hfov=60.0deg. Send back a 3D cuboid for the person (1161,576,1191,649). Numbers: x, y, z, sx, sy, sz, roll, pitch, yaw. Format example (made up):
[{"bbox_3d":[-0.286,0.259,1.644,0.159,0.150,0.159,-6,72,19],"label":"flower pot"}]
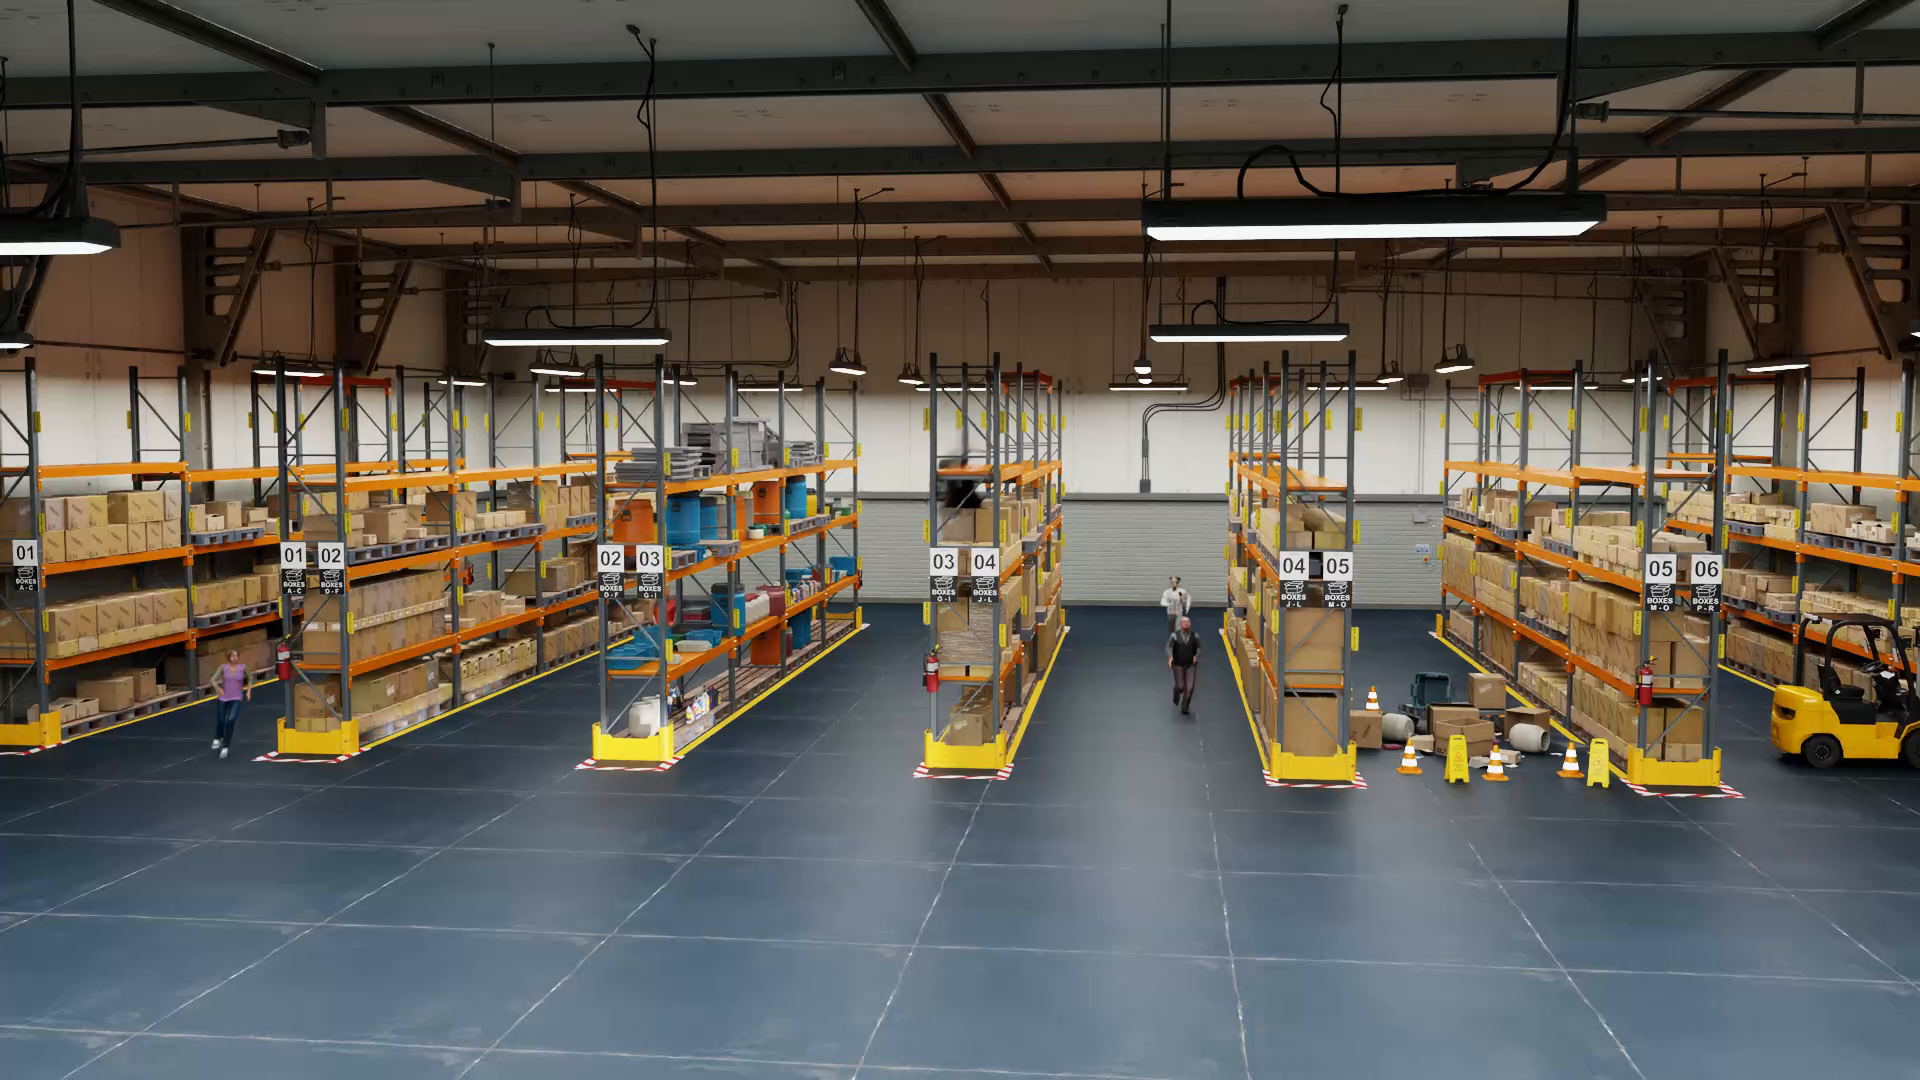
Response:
[{"bbox_3d":[4.649,1.620,35.866,0.620,1.728,0.926,1,4,12],"label":"person"}]

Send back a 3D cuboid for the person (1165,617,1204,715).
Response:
[{"bbox_3d":[3.857,2.155,28.525,0.658,1.674,0.583,0,4,-1],"label":"person"}]

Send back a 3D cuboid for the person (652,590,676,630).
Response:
[{"bbox_3d":[-5.841,1.826,33.094,0.657,1.717,0.719,1,4,8],"label":"person"}]

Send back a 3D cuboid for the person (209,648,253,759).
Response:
[{"bbox_3d":[-11.007,2.431,25.105,0.609,1.593,0.817,-1,4,-20],"label":"person"}]
